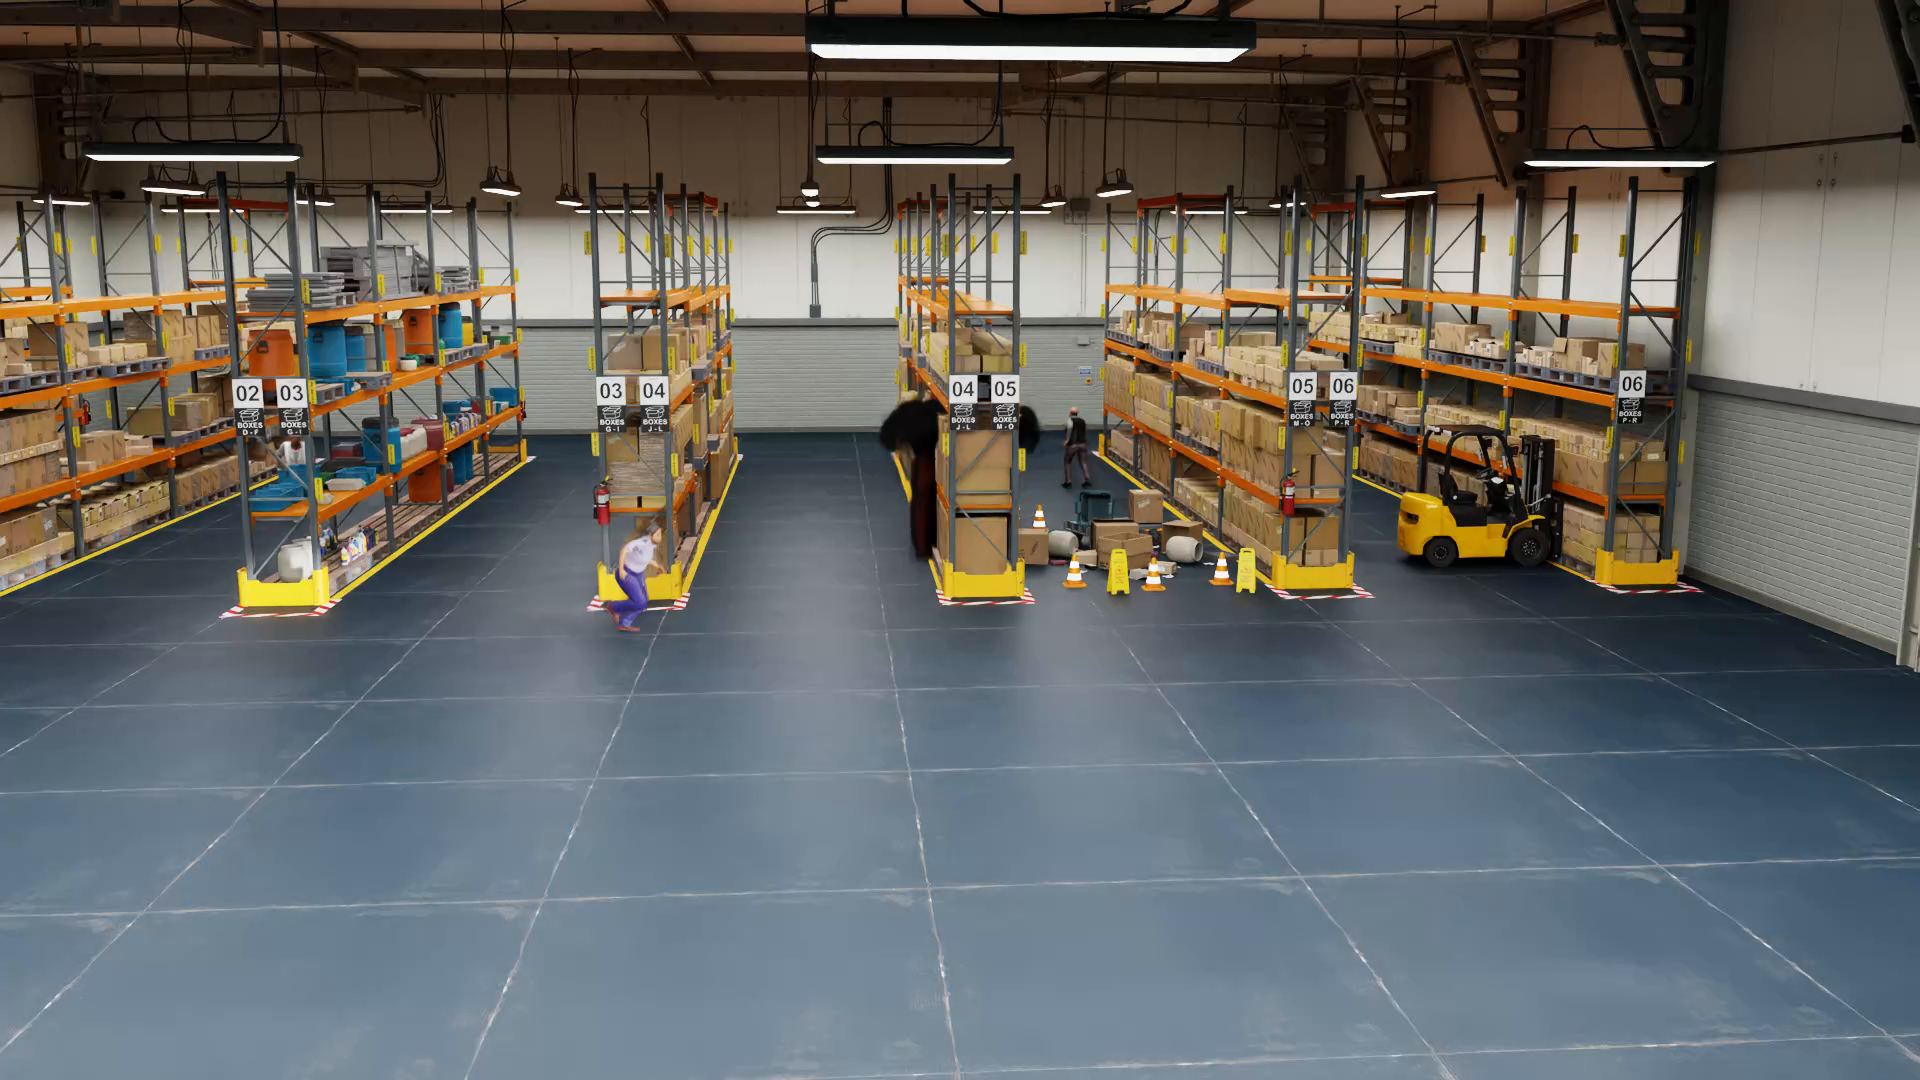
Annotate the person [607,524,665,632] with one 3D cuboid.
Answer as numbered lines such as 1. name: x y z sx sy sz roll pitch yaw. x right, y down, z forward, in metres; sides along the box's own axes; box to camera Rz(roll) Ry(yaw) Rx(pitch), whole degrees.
1. person: -4.248 0.516 21.689 0.777 1.449 0.628 3 10 15

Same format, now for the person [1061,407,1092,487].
1. person: 2.437 -1.914 34.675 0.659 1.695 0.974 -5 11 -25

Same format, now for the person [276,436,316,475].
1. person: -12.201 -1.228 30.598 0.687 1.651 0.649 -4 11 -21

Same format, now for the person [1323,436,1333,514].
1. person: 6.504 -1.110 29.954 0.597 1.548 0.906 -2 10 -9

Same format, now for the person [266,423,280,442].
1. person: -16.429 -2.819 39.997 1.027 1.660 0.622 0 10 -2
